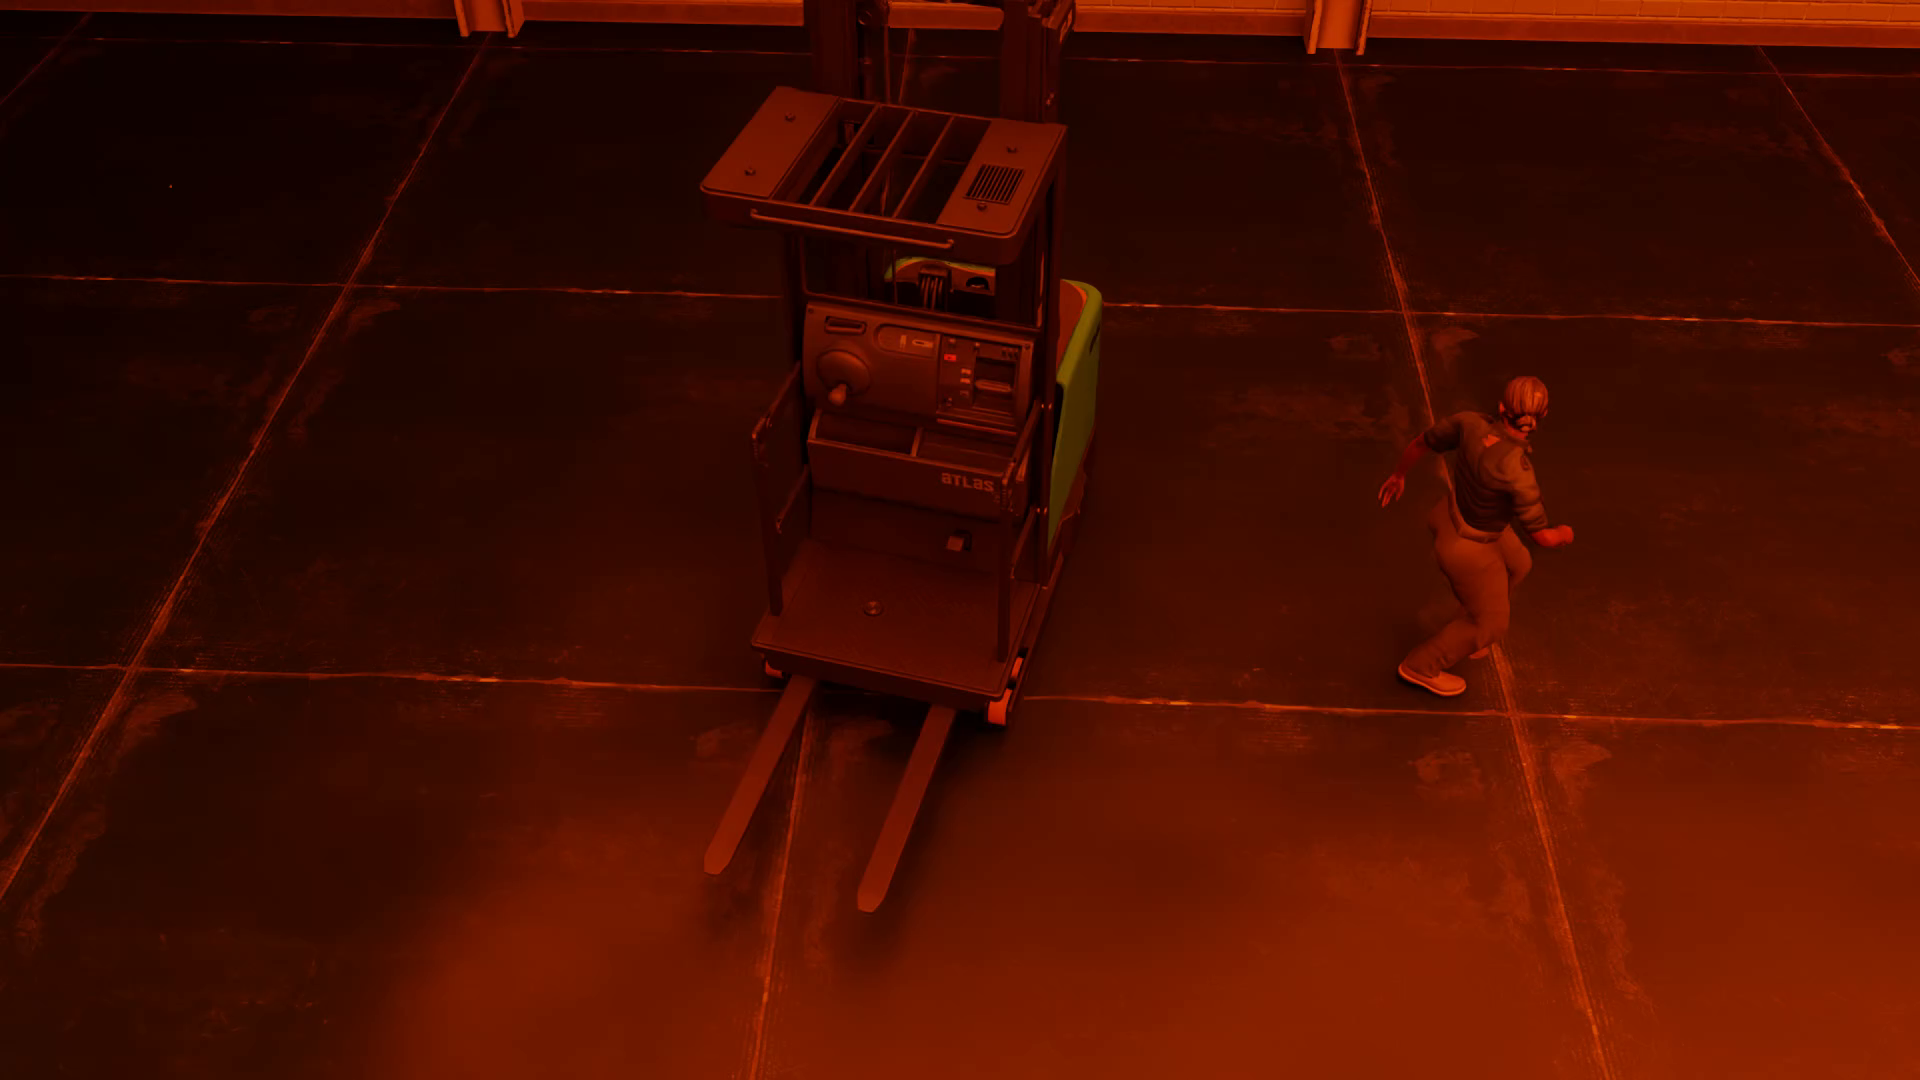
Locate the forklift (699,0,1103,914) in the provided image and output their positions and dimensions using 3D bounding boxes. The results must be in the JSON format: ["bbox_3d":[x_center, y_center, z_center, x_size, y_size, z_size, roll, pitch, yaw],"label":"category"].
[{"bbox_3d":[-0.227,-0.594,6.393,1.130,2.935,3.031,11,44,12],"label":"forklift"}]

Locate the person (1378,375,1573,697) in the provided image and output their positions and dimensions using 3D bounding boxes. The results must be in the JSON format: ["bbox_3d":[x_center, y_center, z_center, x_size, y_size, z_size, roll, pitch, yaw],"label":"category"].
[{"bbox_3d":[2.107,-0.002,6.776,0.720,1.639,0.583,0,42,0],"label":"person"}]
